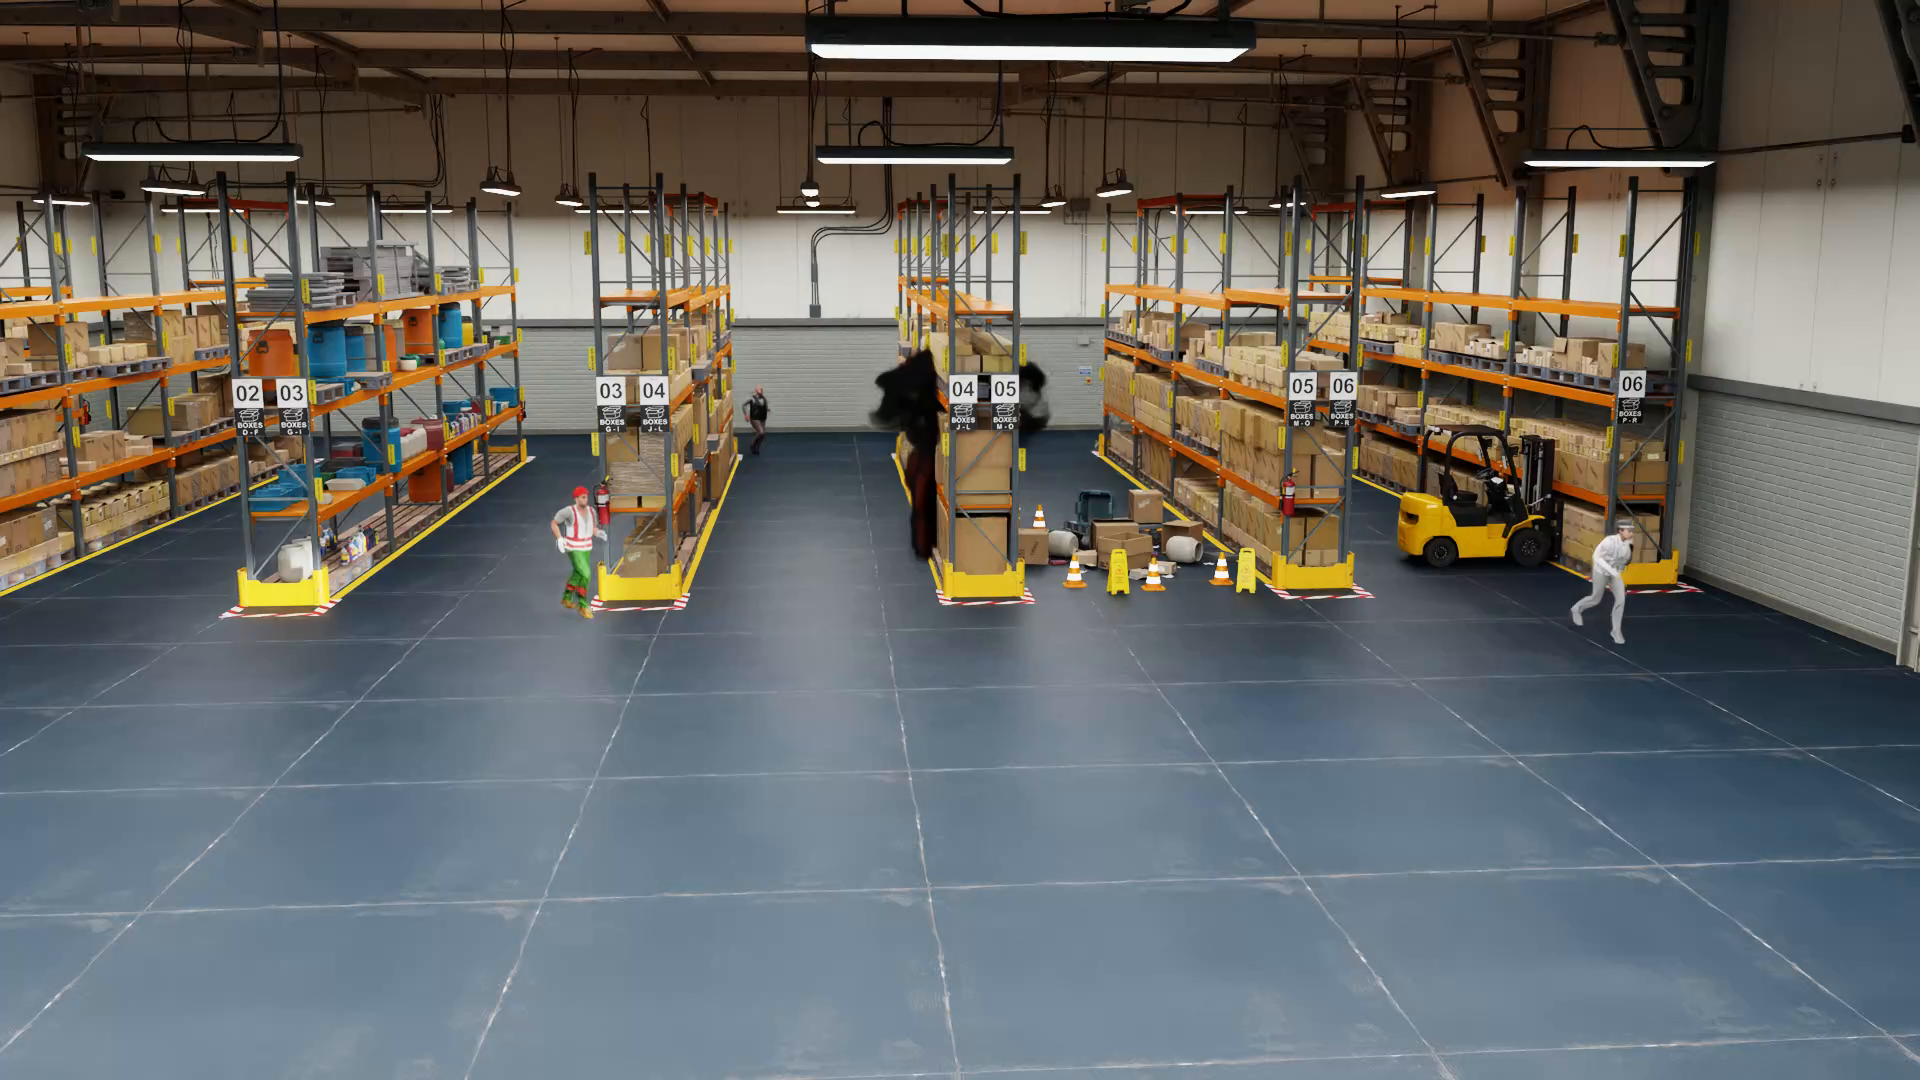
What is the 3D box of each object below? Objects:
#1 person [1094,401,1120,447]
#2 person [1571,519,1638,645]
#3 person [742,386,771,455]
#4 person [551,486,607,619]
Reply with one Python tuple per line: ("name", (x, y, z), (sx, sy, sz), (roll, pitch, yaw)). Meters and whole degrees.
("person", (3.782, -3.138, 41.771), (0.809, 1.623, 0.524), (-2, 10, -10))
("person", (8.334, 0.478, 21.533), (0.654, 1.627, 0.977), (-5, 11, -24))
("person", (-4.878, -2.902, 40.239), (0.710, 1.667, 0.672), (10, 14, 43))
("person", (-5.212, 0.167, 22.730), (0.891, 1.831, 0.589), (7, 12, 33))
